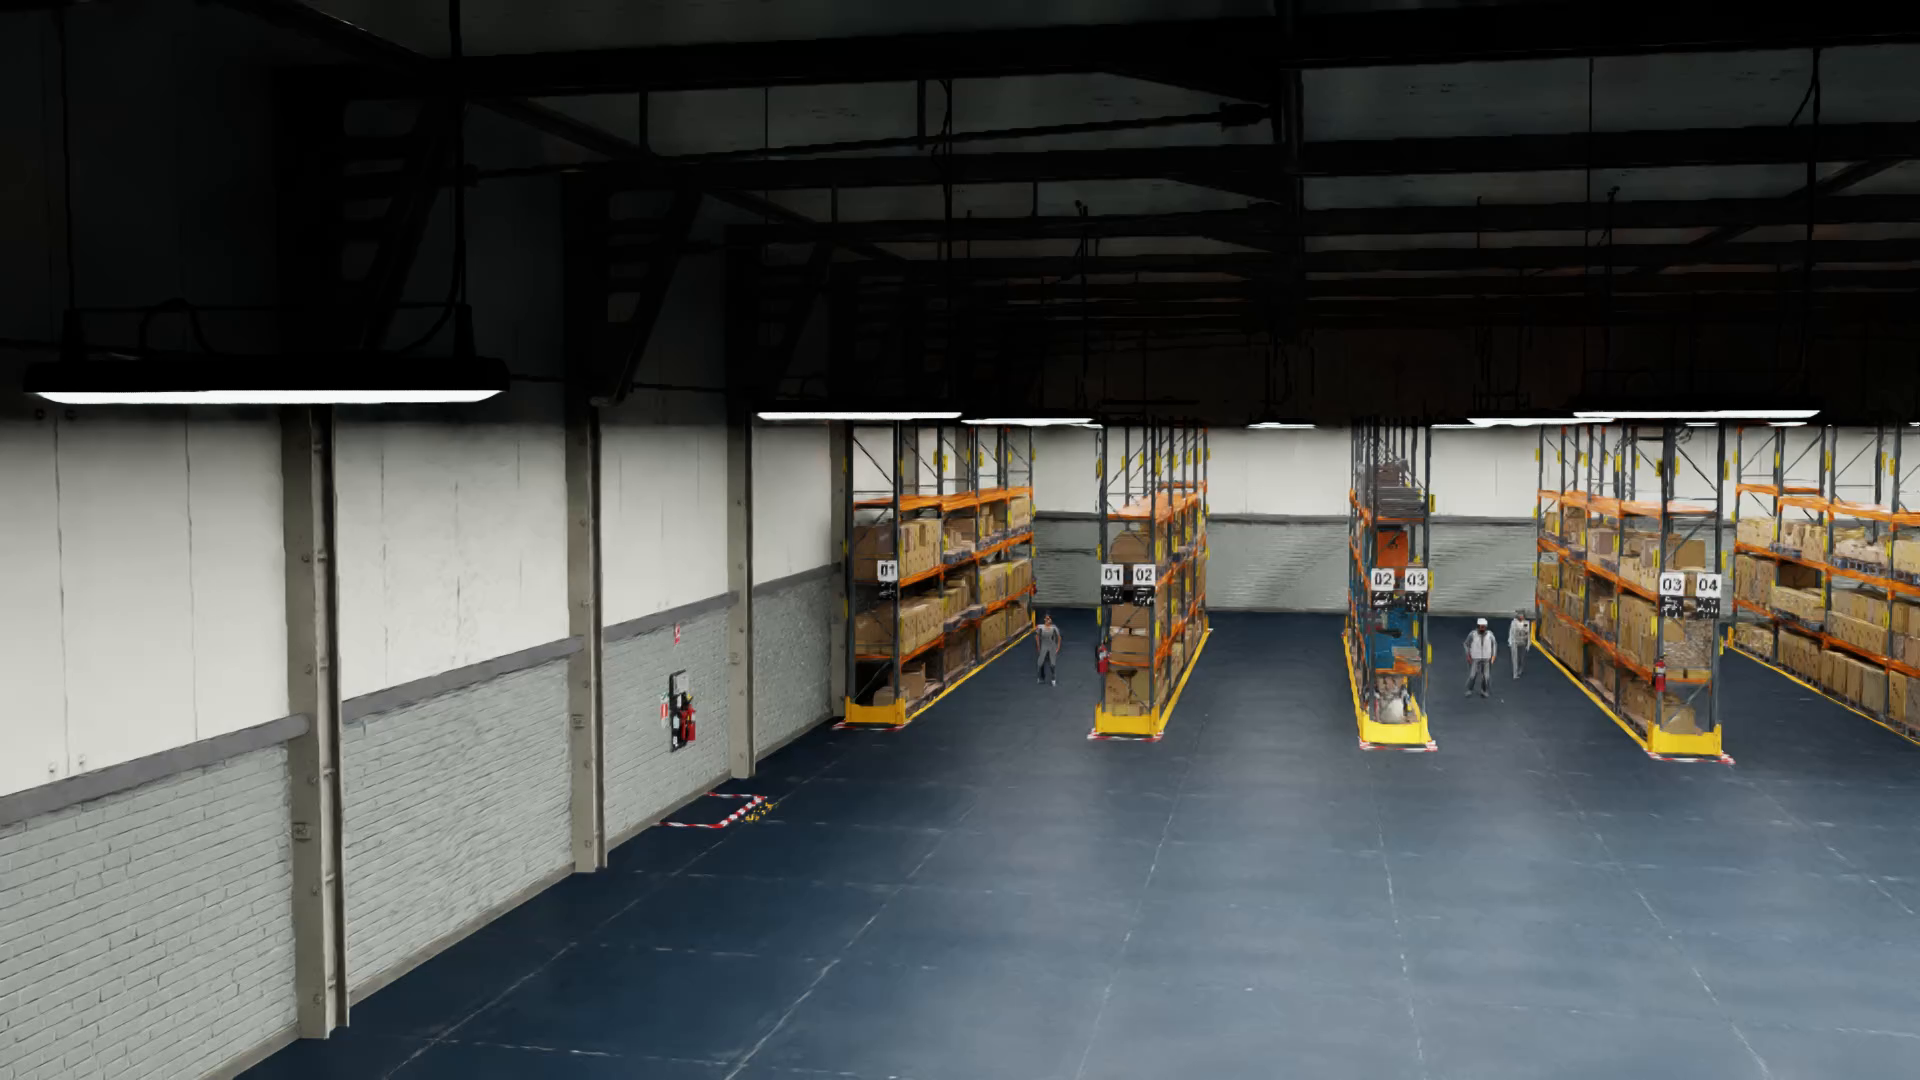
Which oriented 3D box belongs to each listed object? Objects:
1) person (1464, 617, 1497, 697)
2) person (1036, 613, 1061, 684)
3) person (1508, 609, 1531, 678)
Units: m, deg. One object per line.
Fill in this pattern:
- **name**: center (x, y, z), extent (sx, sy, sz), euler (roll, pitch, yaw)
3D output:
- **person**: center (11.122, 2.502, 35.536), extent (0.677, 1.726, 0.574), euler (1, 4, 10)
- **person**: center (1.979, 2.438, 37.295), extent (0.580, 1.619, 0.507), euler (1, 4, 11)
- **person**: center (12.900, 2.359, 38.287), extent (0.488, 1.590, 1.079), euler (1, 4, 9)
